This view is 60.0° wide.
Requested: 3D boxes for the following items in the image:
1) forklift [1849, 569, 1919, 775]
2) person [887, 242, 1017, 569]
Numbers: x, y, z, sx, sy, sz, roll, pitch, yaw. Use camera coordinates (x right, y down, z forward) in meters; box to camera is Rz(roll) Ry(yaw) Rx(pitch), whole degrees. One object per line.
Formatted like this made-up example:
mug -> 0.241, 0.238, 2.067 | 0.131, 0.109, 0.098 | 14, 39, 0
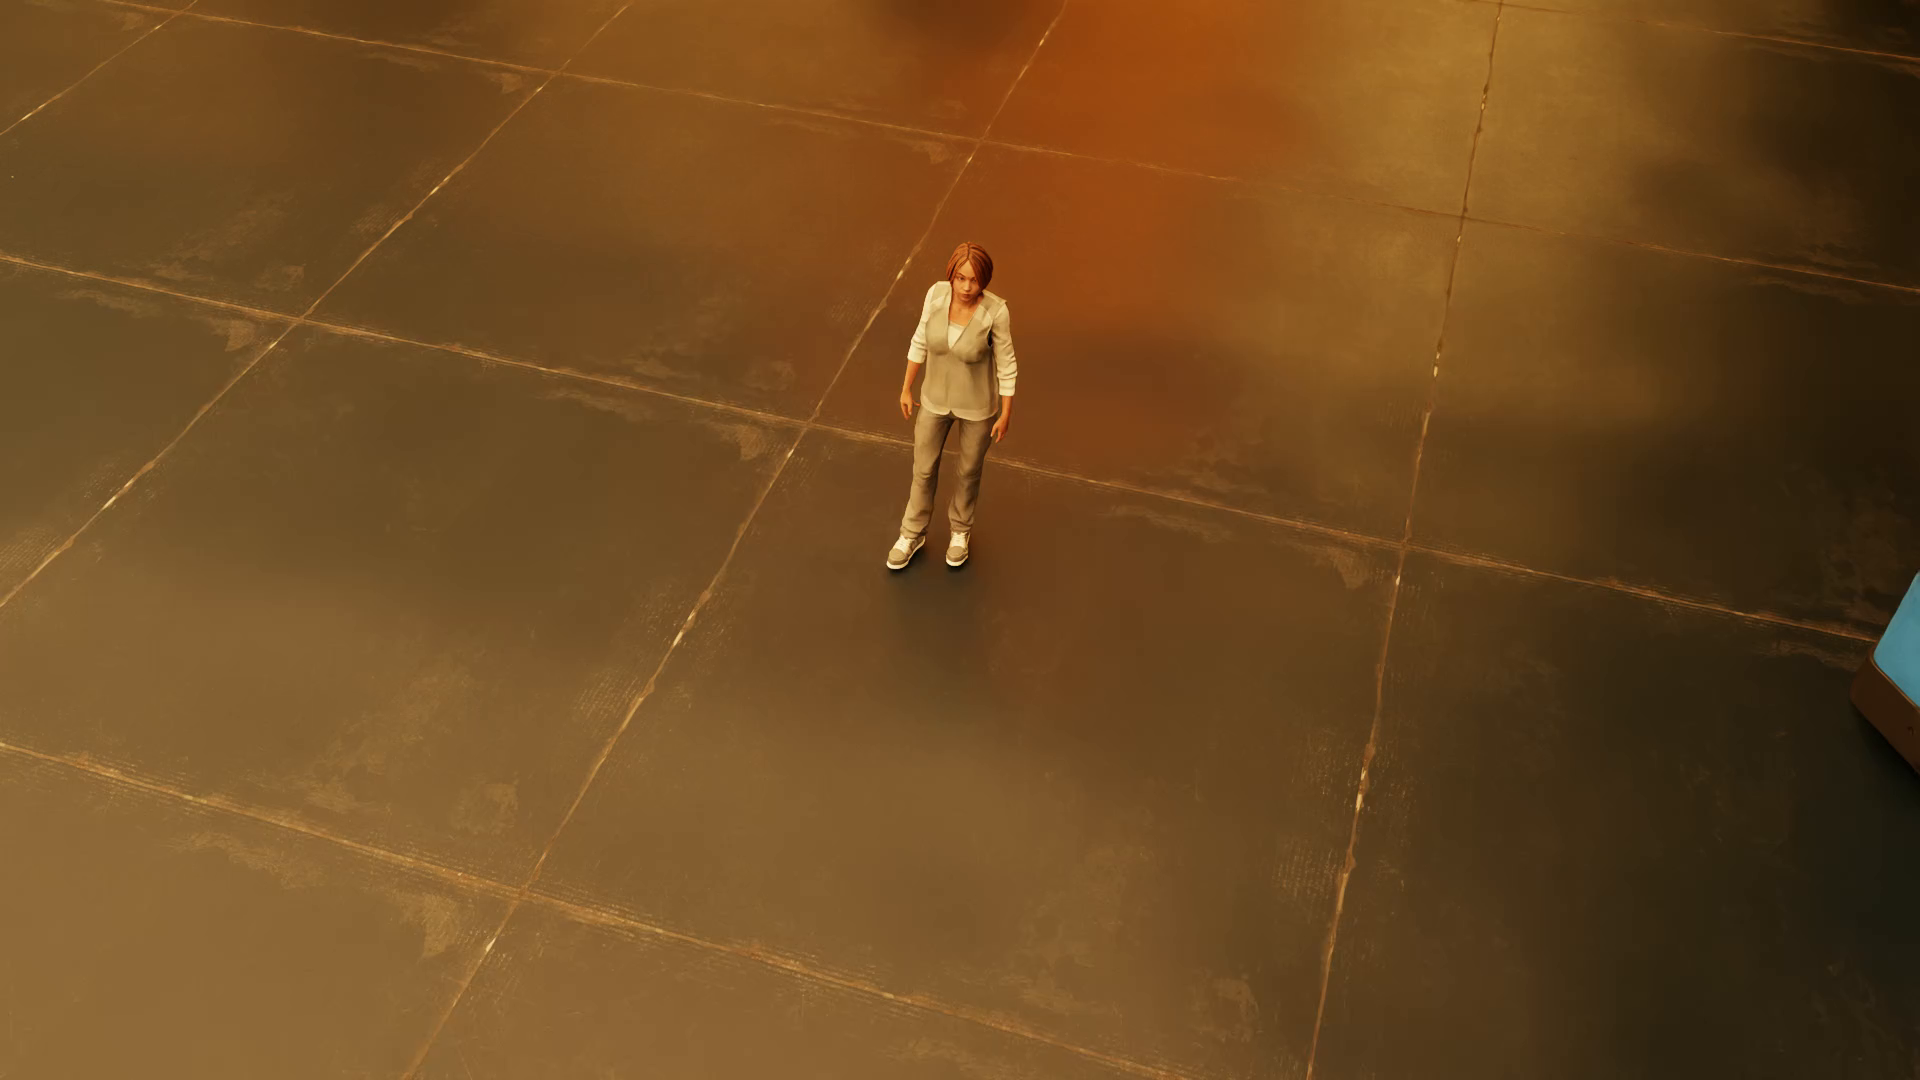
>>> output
forklift -> 5.328, -0.360, 6.076 | 3.031, 2.935, 1.130 | -12, 44, -13
person -> -0.036, -0.545, 7.244 | 0.520, 1.597, 0.475 | 12, 44, 13
